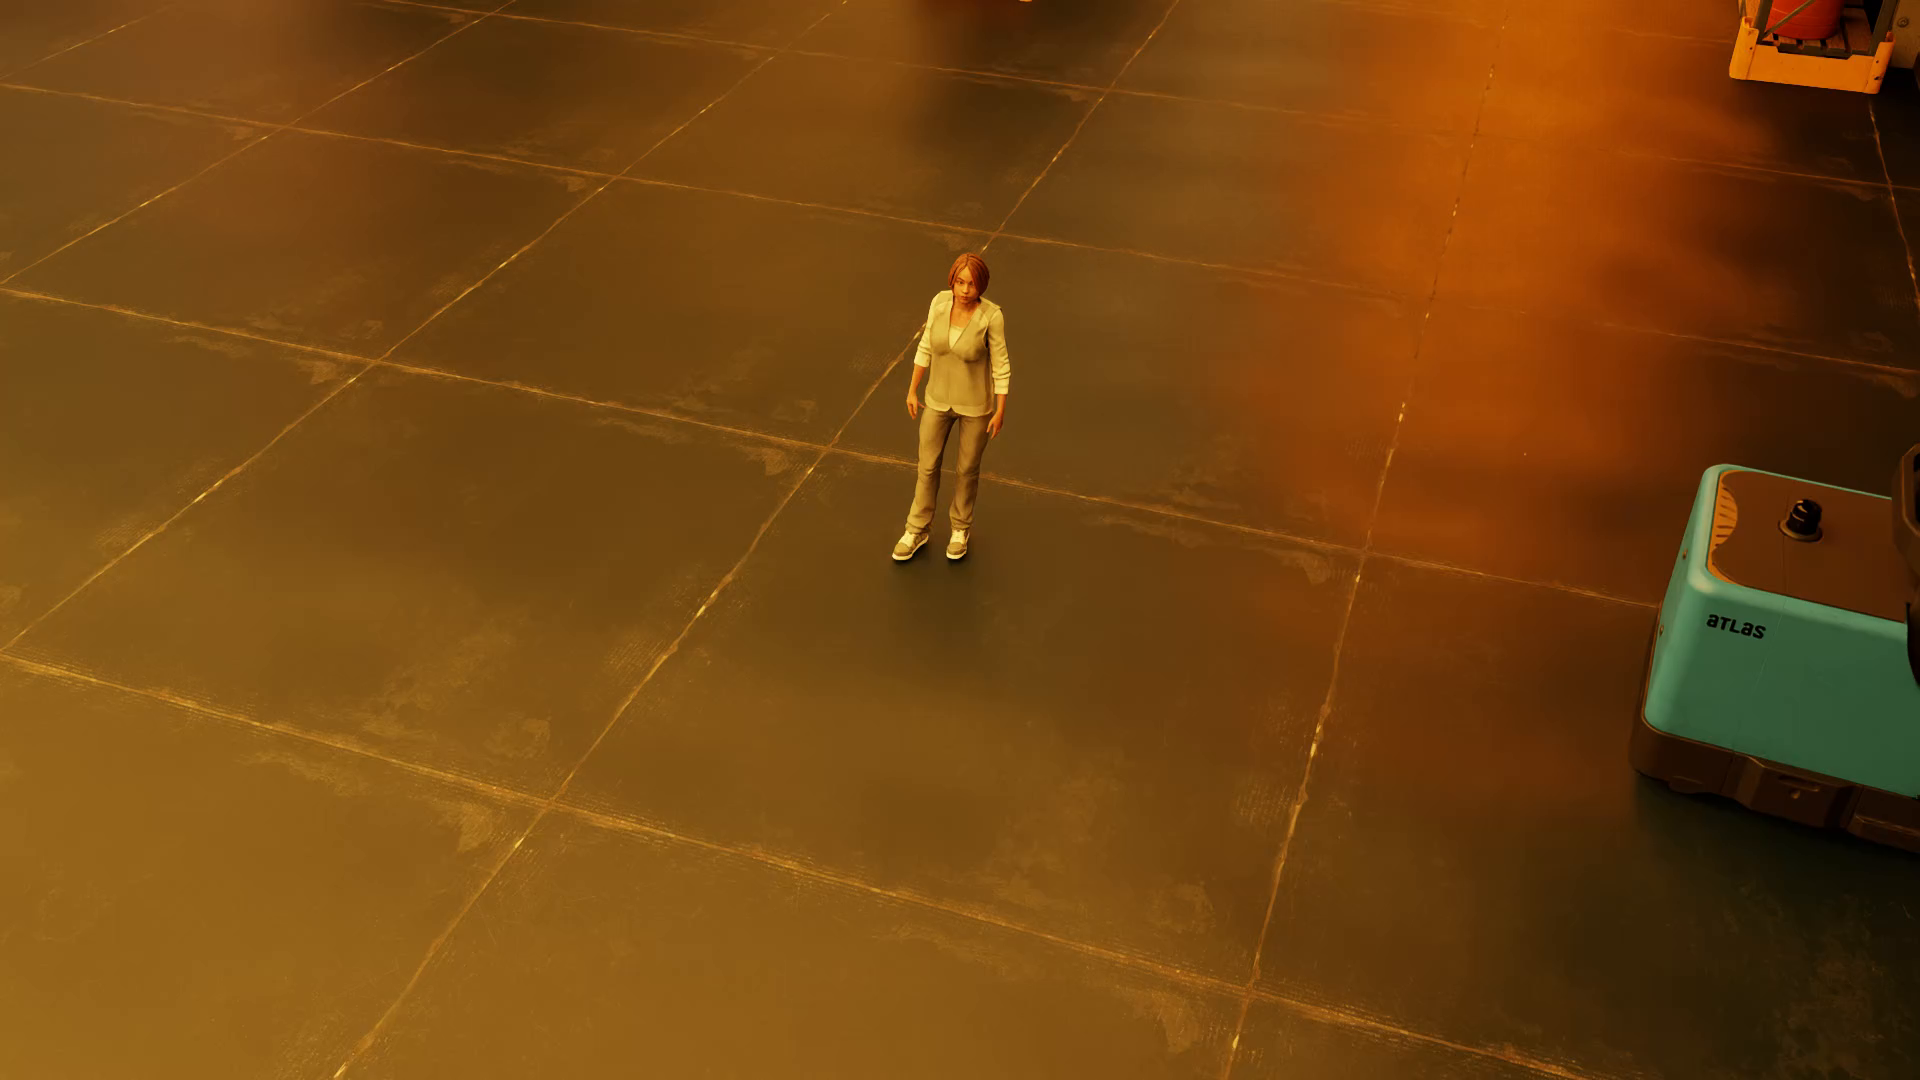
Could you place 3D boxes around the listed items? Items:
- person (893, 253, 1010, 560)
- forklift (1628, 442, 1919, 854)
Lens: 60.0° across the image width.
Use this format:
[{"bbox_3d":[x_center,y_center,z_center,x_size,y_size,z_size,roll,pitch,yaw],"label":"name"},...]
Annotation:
[{"bbox_3d":[-0.038,-0.620,8.125,0.520,1.599,0.473,12,37,16],"label":"person"},{"bbox_3d":[4.450,-0.069,6.208,3.031,2.935,1.130,15,38,20],"label":"forklift"}]
